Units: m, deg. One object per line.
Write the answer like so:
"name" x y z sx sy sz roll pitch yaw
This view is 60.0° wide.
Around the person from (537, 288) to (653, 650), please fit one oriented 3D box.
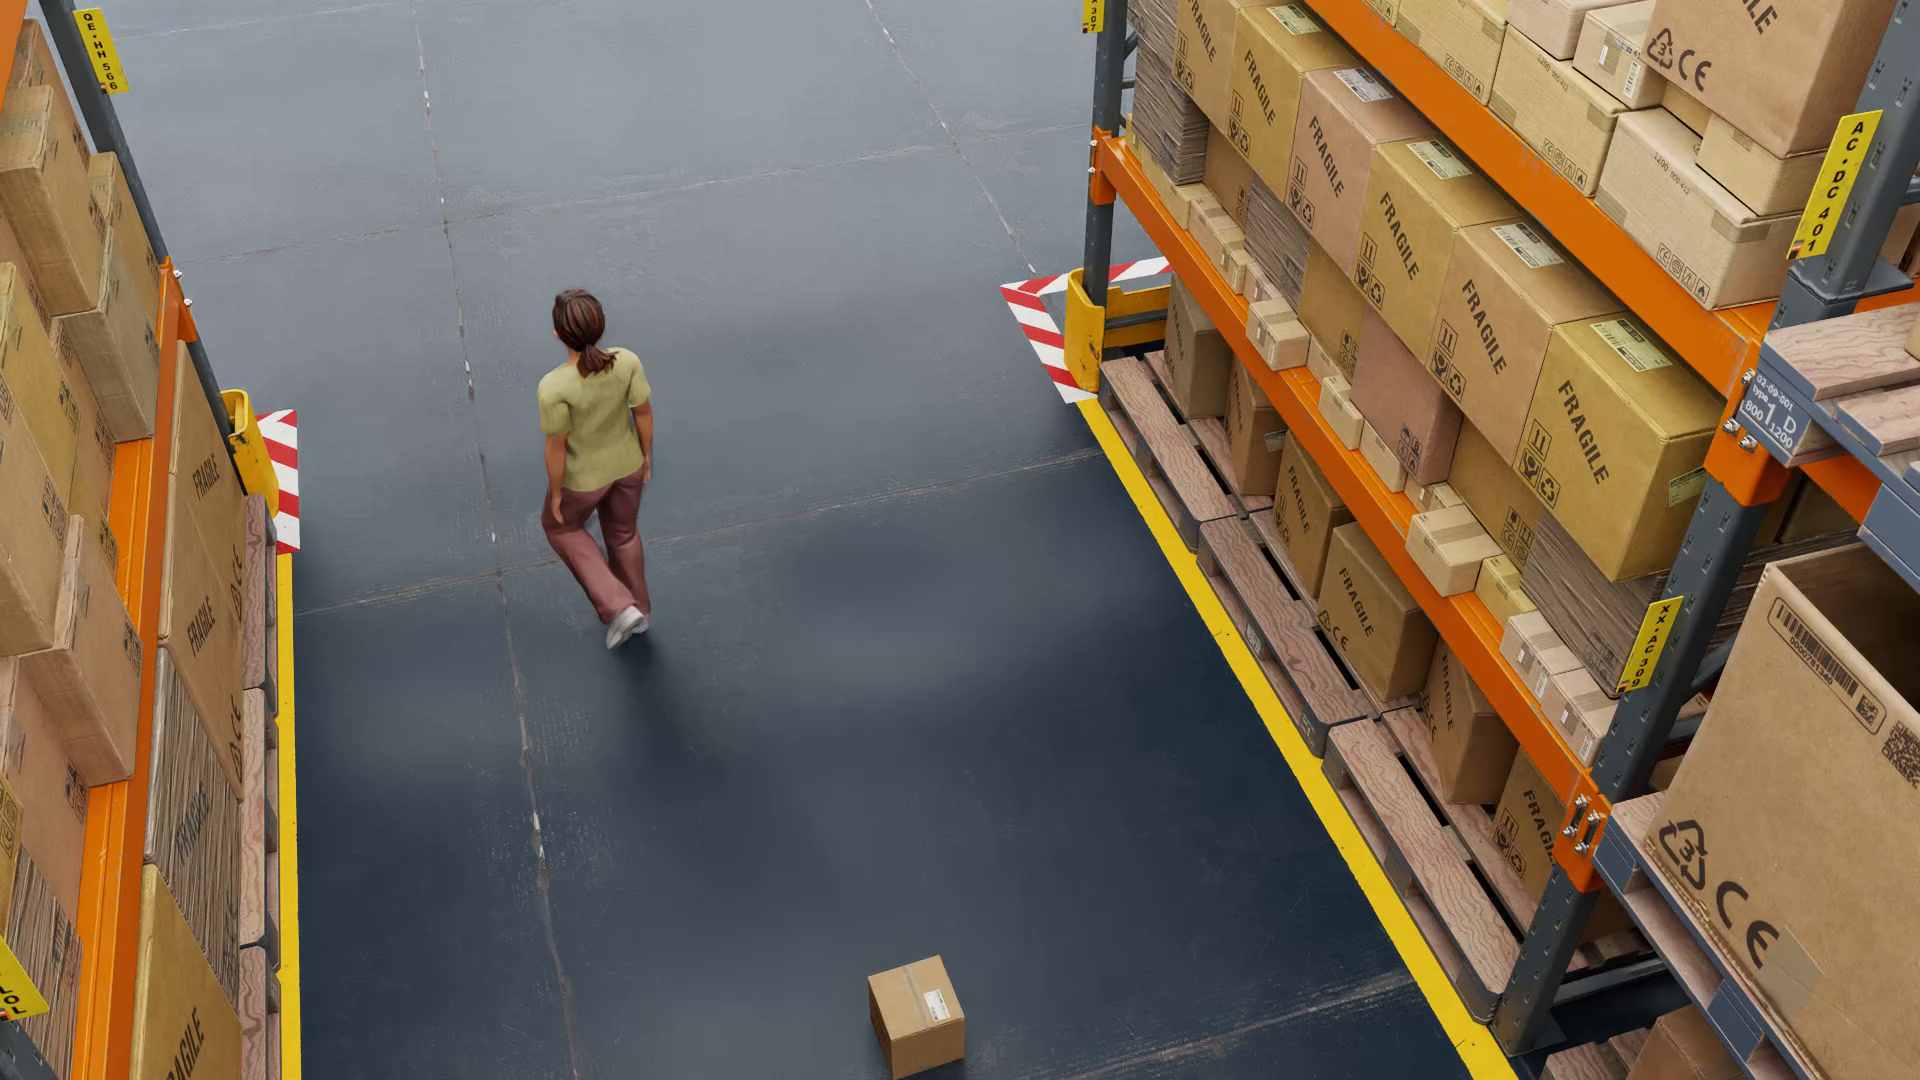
"person" -1.379 -0.254 6.401 0.465 1.663 0.496 -27 49 -27
